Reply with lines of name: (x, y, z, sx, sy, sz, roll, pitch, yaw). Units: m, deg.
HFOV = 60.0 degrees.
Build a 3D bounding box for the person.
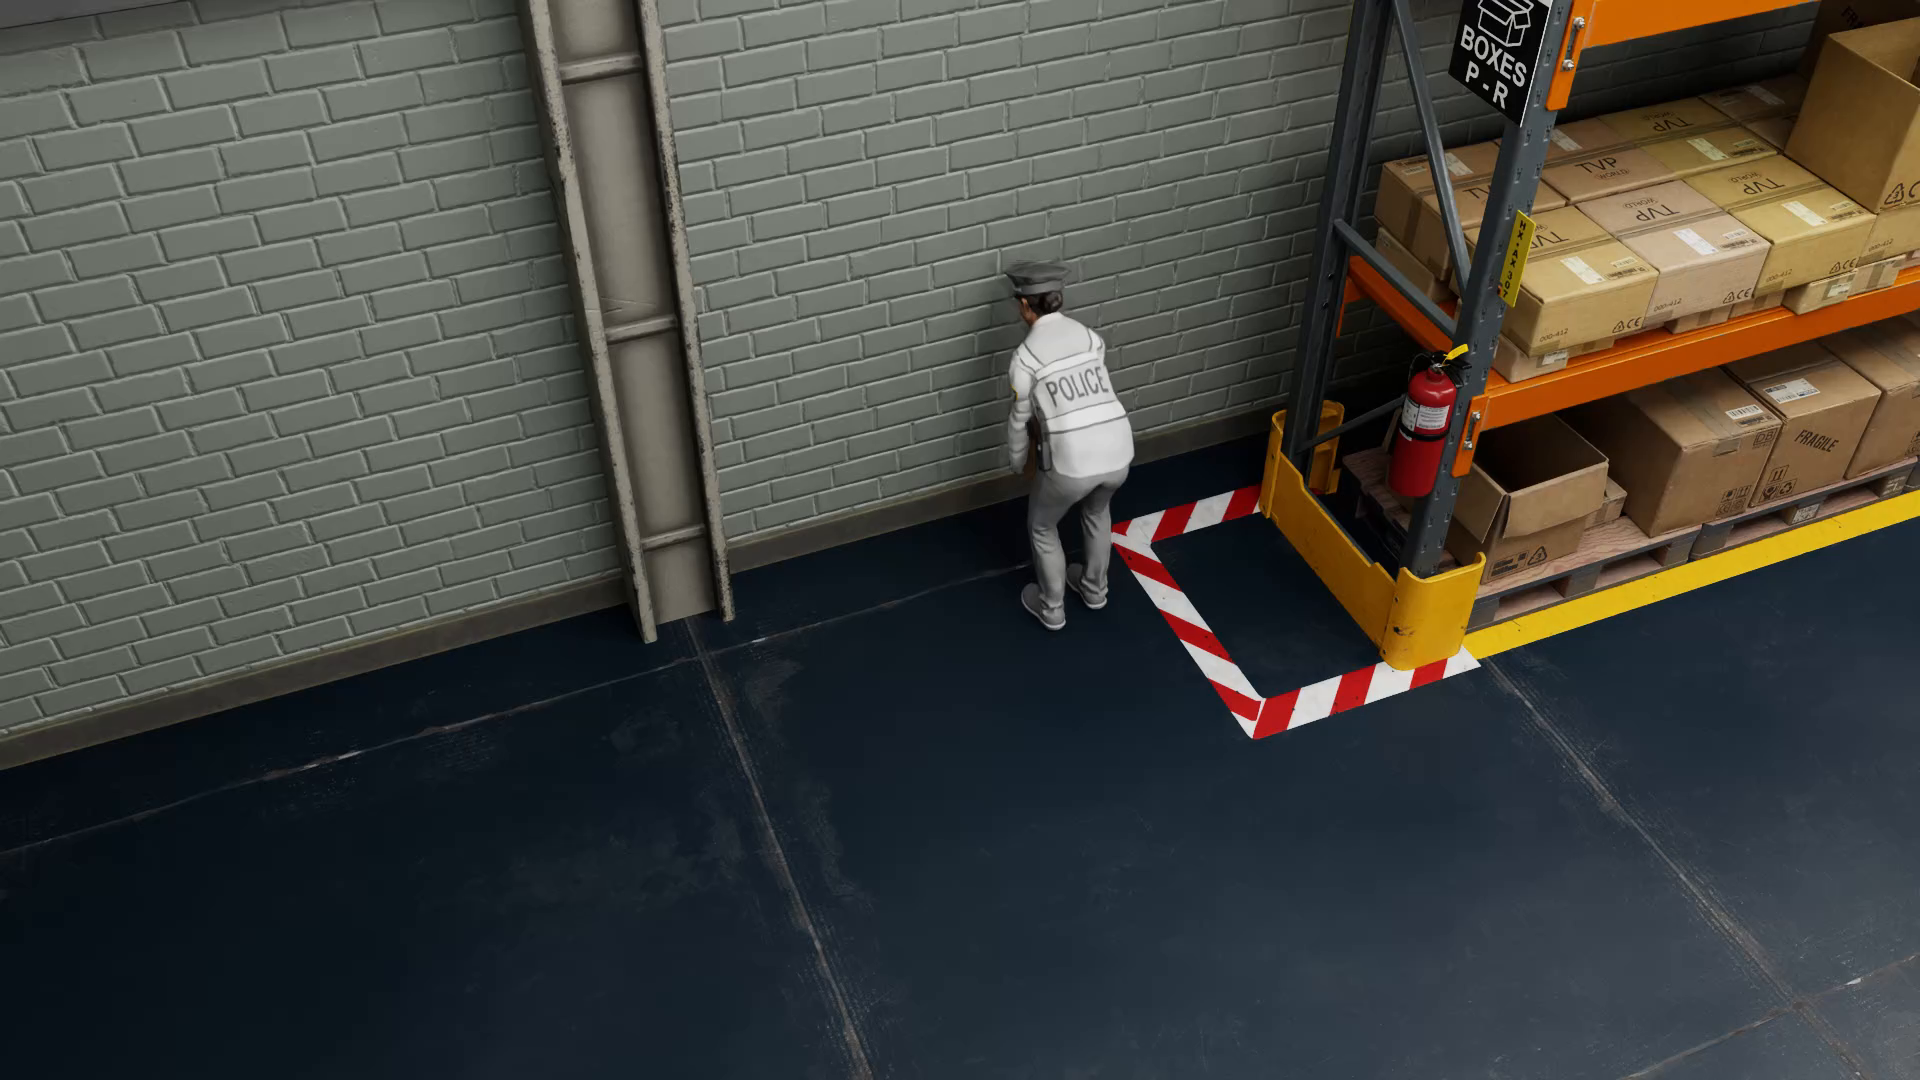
person: (0.396, -0.369, 6.707, 0.402, 1.488, 0.752, -16, 45, -17)
